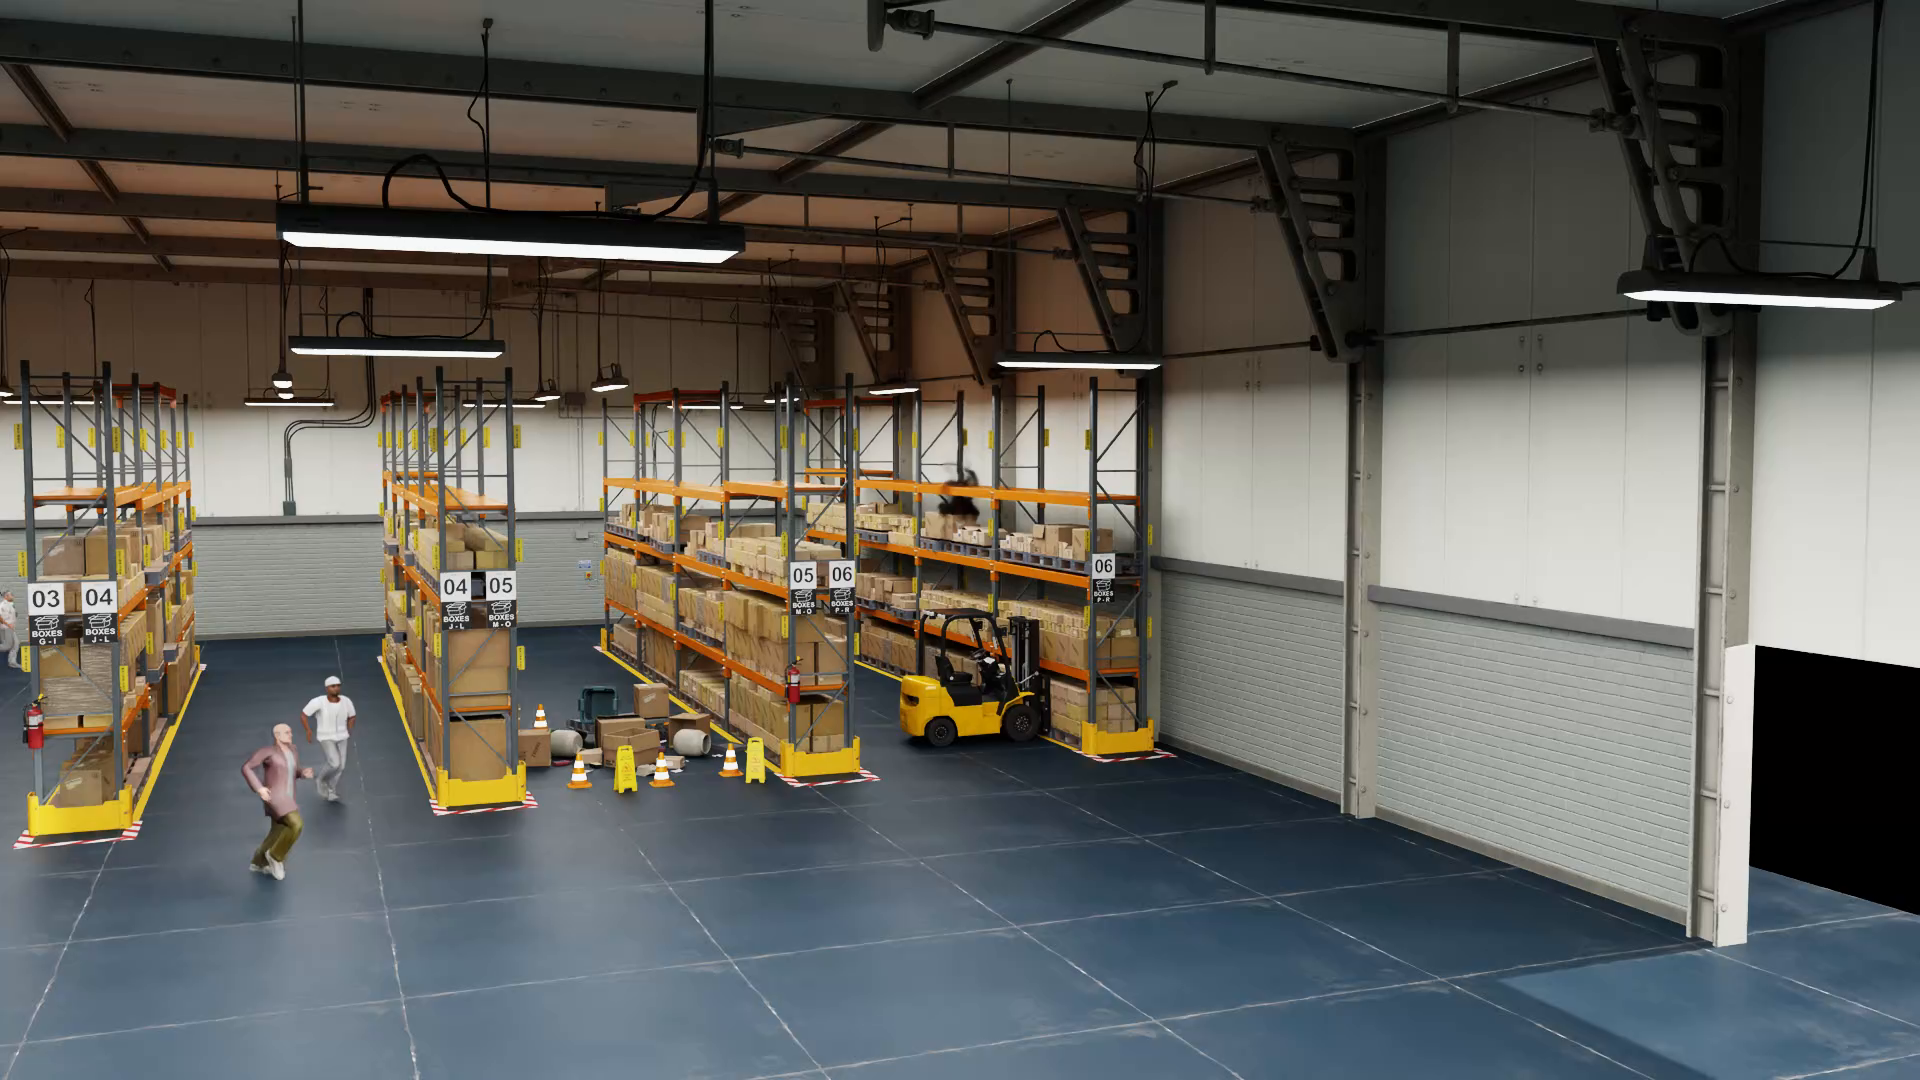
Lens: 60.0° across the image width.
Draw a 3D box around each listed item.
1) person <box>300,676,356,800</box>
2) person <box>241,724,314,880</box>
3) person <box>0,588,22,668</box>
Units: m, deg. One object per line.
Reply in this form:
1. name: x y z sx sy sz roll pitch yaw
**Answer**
1. person: -8.638 2.750 22.947 0.632 1.731 0.685 3 5 43
2. person: -7.776 2.979 19.017 0.789 1.764 0.696 1 3 10
3. person: -21.006 1.947 36.515 0.795 1.766 0.688 -1 4 -19
